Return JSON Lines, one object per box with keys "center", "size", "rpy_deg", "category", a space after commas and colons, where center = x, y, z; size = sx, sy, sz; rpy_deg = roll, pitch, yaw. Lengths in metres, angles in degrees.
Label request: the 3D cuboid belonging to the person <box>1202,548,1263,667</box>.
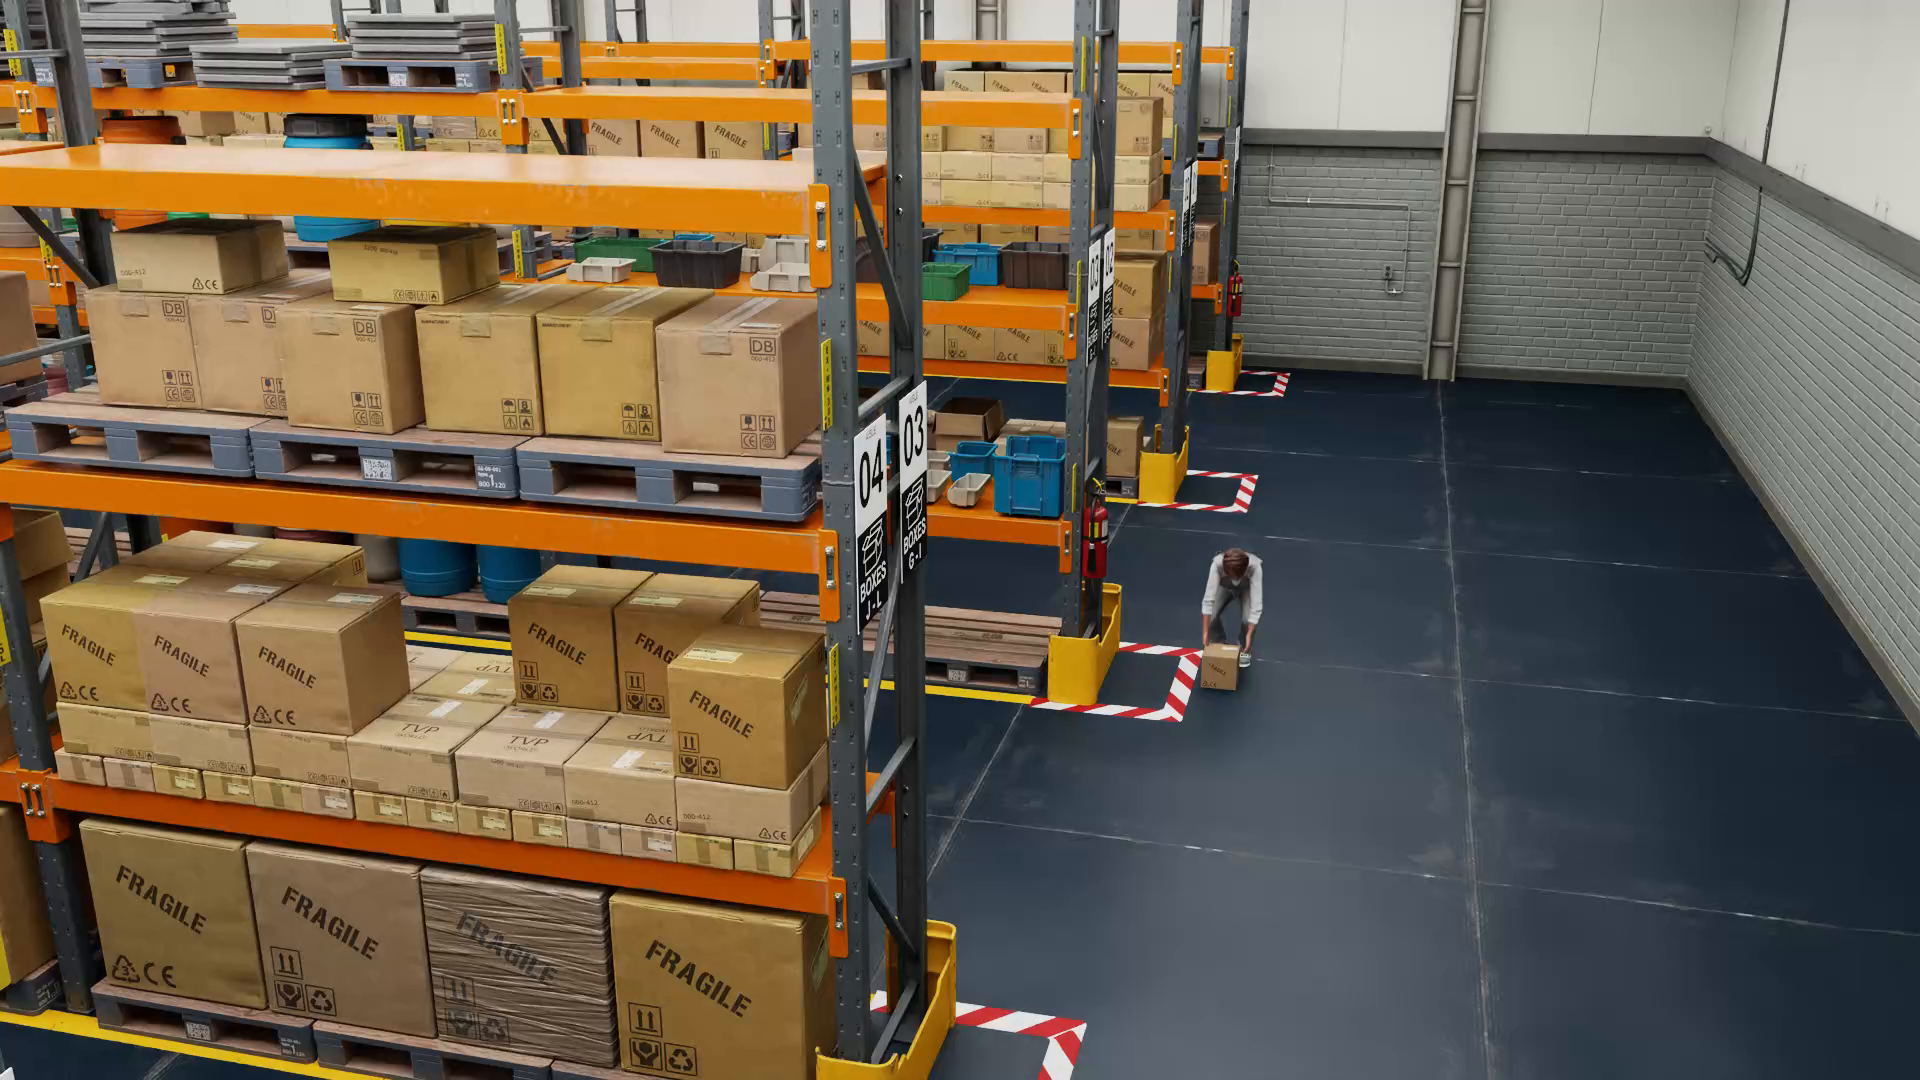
{"center": [2.033, 0.460, 12.258], "size": [0.456, 0.986, 0.763], "rpy_deg": [7, 20, 19], "category": "person"}
